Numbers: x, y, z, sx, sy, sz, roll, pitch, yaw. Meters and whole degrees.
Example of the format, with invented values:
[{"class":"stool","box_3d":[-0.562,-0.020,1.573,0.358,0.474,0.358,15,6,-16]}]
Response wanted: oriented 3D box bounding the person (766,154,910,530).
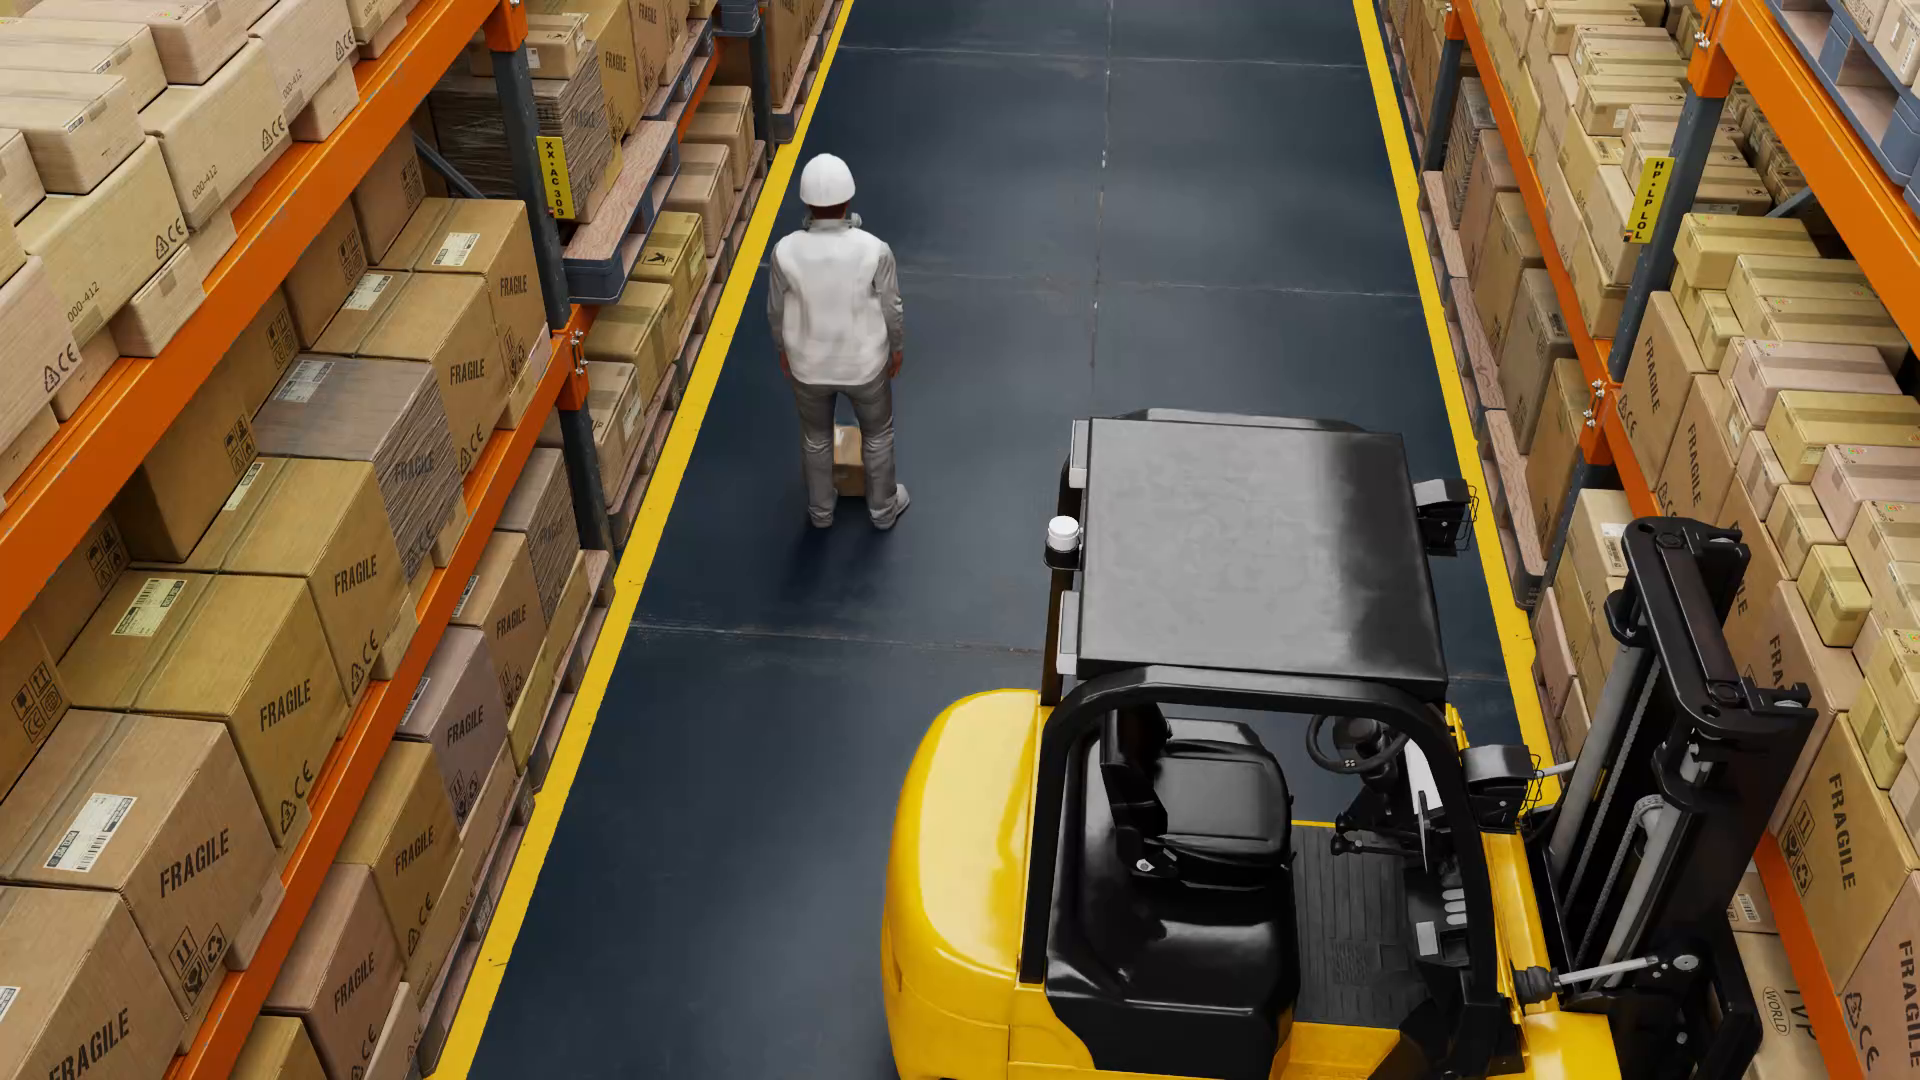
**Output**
[{"class":"person","box_3d":[-0.518,-0.791,7.086,0.570,1.769,0.456,1,40,2]}]
